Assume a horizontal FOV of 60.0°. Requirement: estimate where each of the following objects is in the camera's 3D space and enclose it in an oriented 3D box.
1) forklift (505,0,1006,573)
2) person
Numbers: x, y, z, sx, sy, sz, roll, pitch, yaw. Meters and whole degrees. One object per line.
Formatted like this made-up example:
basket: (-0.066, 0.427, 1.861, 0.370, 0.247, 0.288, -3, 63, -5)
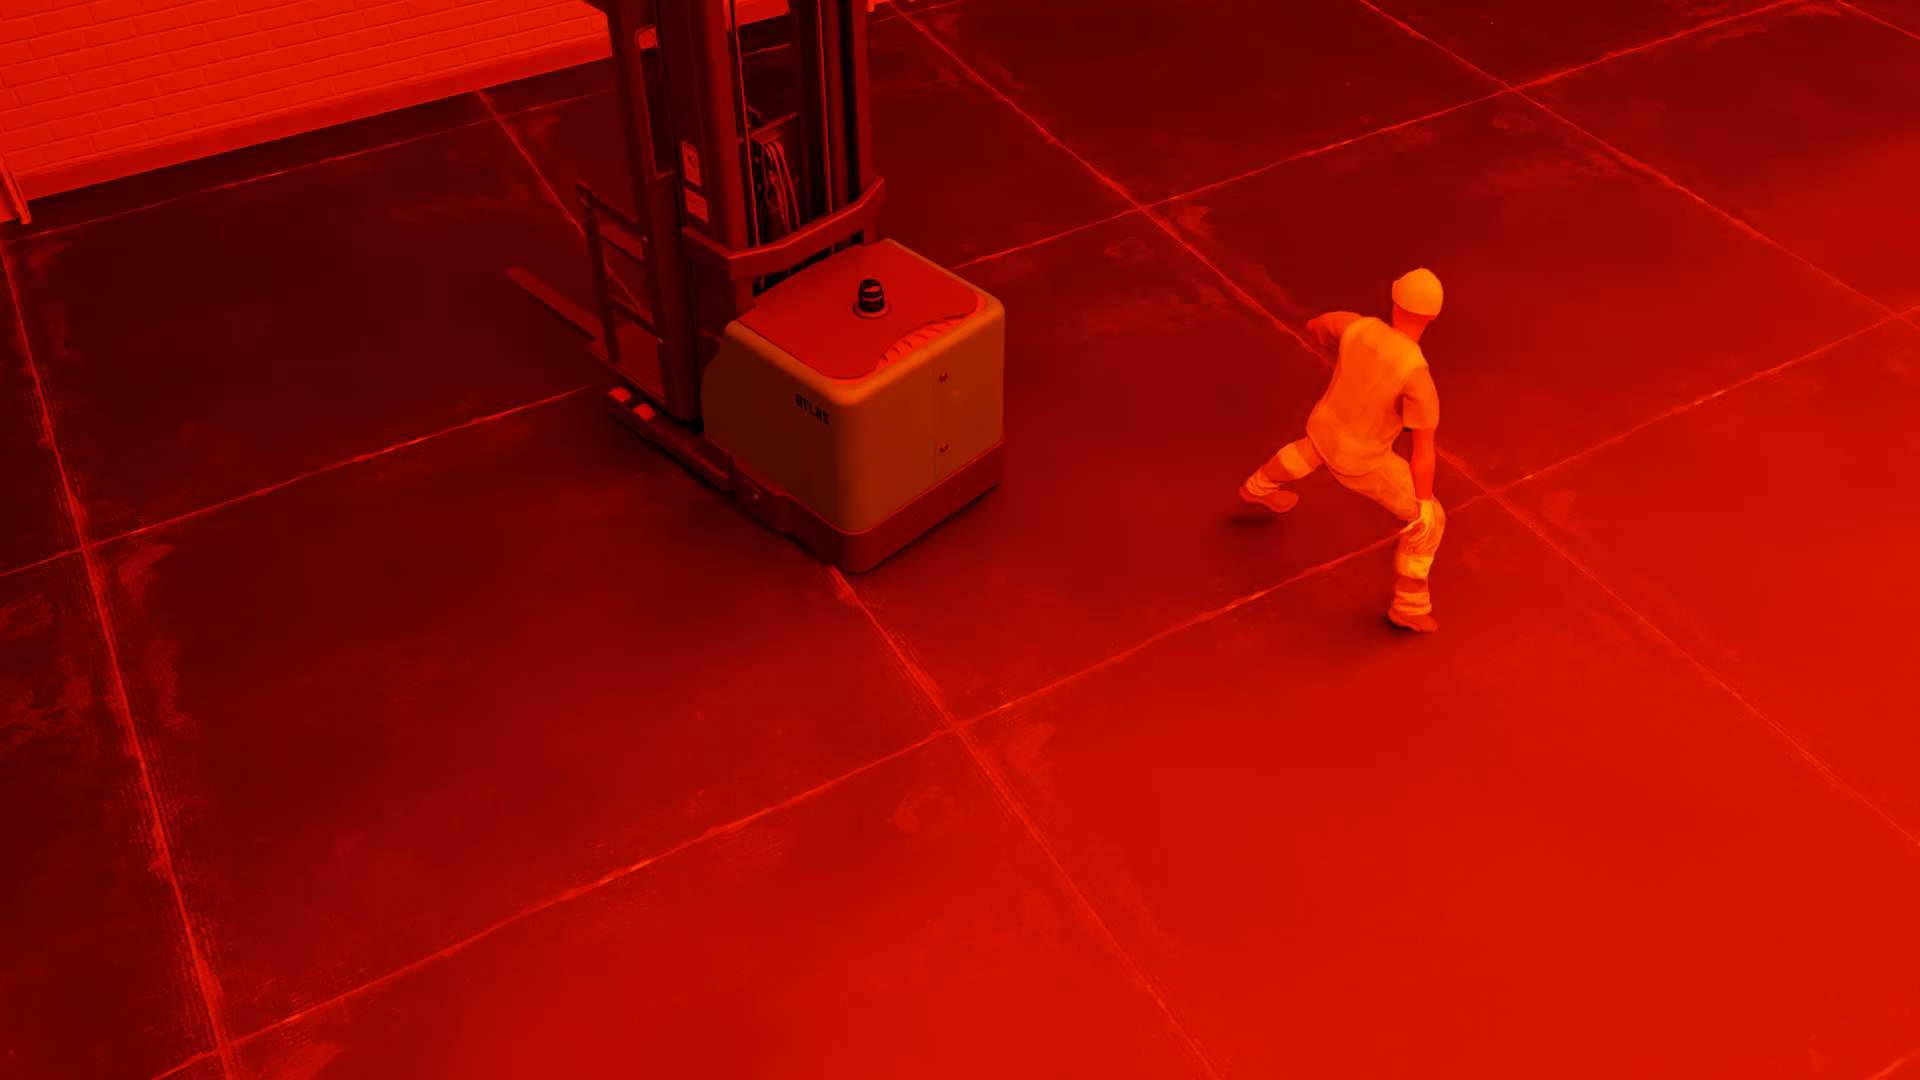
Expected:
forklift: (-1.184, -1.820, 7.660, 3.031, 2.935, 1.130, 34, 53, 31)
person: (1.783, -0.382, 7.129, 0.560, 1.684, 1.200, -16, 45, -16)
